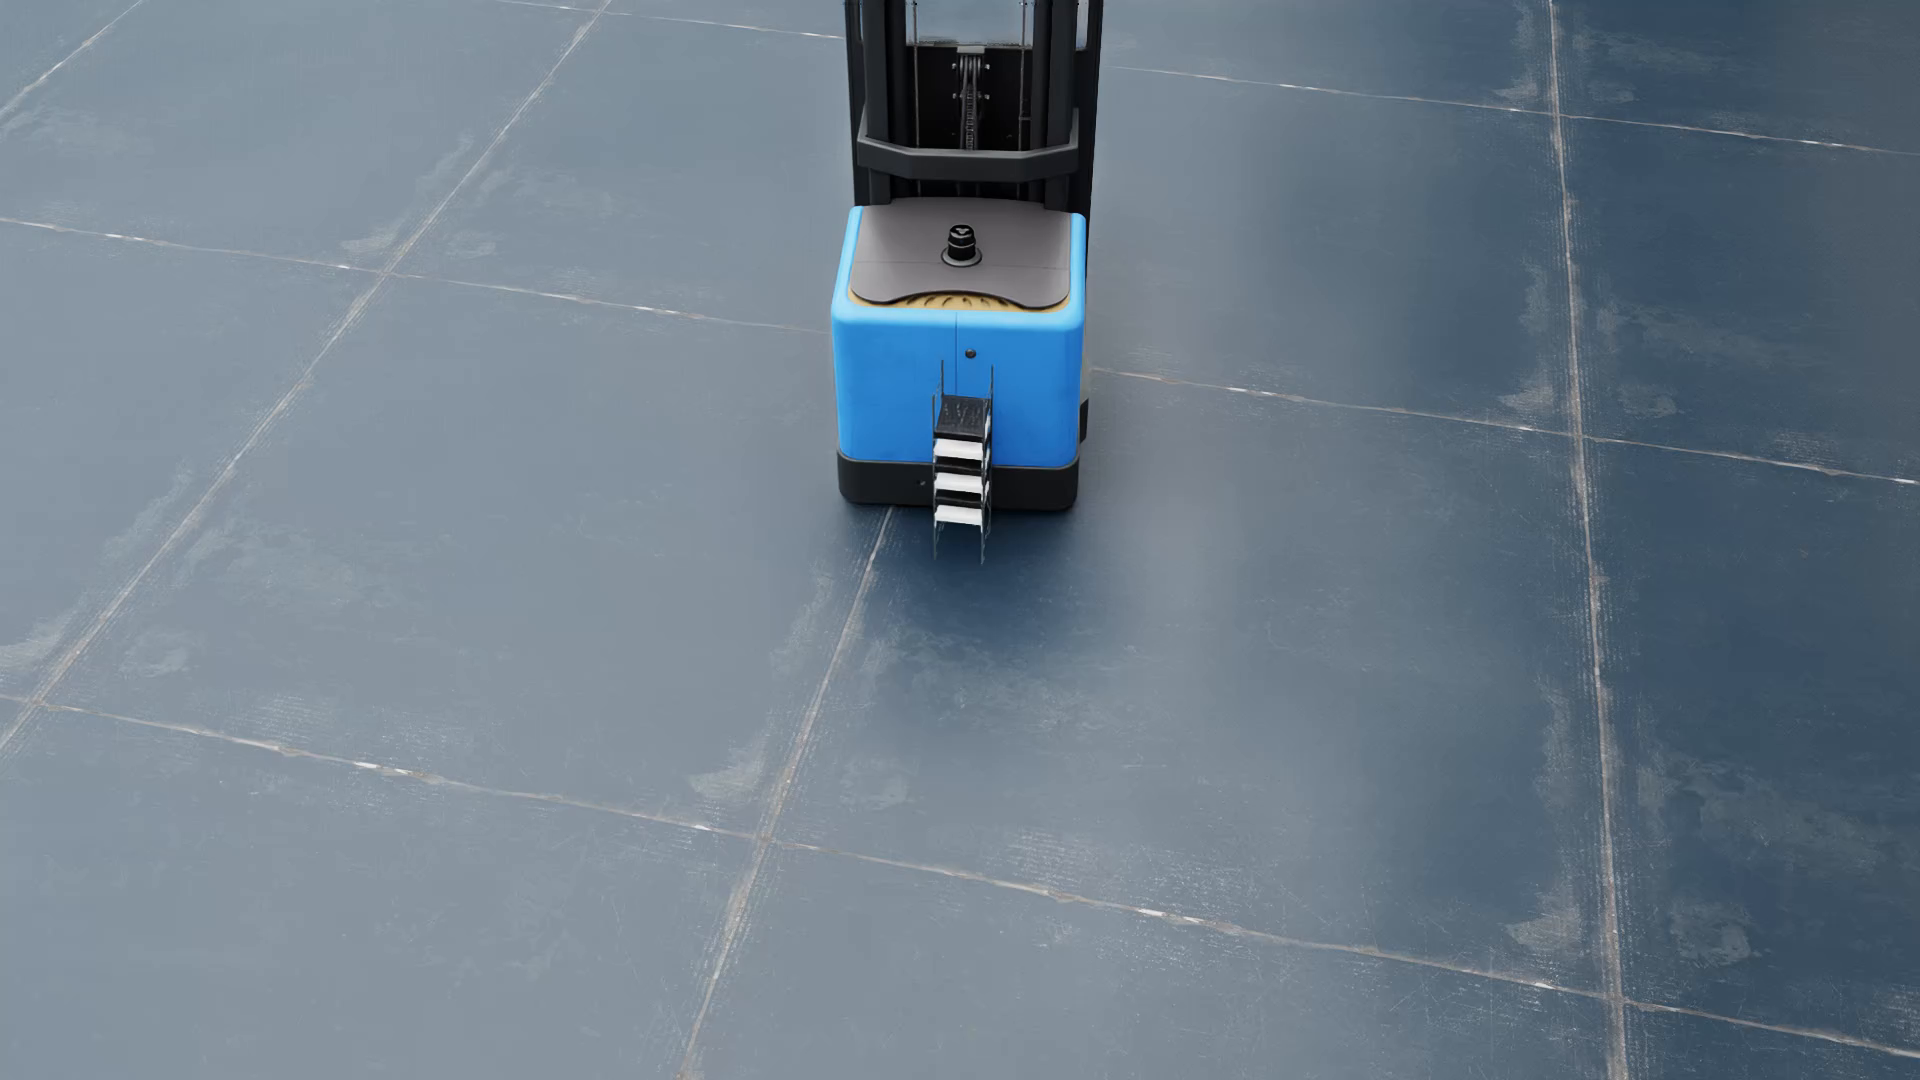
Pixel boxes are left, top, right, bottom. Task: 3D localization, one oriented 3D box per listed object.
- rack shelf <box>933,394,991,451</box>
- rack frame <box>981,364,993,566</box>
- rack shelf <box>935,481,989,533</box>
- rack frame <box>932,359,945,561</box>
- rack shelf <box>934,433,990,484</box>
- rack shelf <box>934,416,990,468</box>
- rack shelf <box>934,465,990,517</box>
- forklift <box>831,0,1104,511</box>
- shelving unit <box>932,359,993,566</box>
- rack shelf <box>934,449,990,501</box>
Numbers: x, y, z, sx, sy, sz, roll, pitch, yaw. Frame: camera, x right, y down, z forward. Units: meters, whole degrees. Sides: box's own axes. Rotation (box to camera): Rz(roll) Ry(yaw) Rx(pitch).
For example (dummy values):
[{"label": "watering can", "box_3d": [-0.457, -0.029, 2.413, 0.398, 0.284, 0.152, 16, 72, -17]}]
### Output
[{"label": "rack shelf", "box_3d": [0.012, -0.478, 6.717, 0.200, 0.077, 0.258, 6, 44, 6]}, {"label": "rack frame", "box_3d": [0.112, -0.297, 6.869, 0.006, 0.900, 0.240, 6, 44, 6]}, {"label": "rack shelf", "box_3d": [0.012, -0.154, 7.029, 0.200, 0.077, 0.258, 6, 44, 6]}, {"label": "rack frame", "box_3d": [-0.089, -0.319, 6.892, 0.006, 0.900, 0.240, 6, 44, 6]}, {"label": "rack shelf", "box_3d": [0.012, -0.348, 6.841, 0.200, 0.077, 0.258, 6, 44, 6]}, {"label": "rack shelf", "box_3d": [0.012, -0.413, 6.779, 0.200, 0.077, 0.258, 6, 44, 6]}, {"label": "rack shelf", "box_3d": [0.012, -0.219, 6.966, 0.200, 0.077, 0.258, 6, 44, 6]}, {"label": "forklift", "box_3d": [0.073, -2.197, 7.379, 1.130, 2.935, 3.031, 2, 44, 2]}, {"label": "shelving unit", "box_3d": [0.012, -0.308, 6.881, 0.210, 0.900, 0.258, 6, 44, 6]}, {"label": "rack shelf", "box_3d": [0.012, -0.284, 6.904, 0.200, 0.077, 0.258, 6, 44, 6]}]
